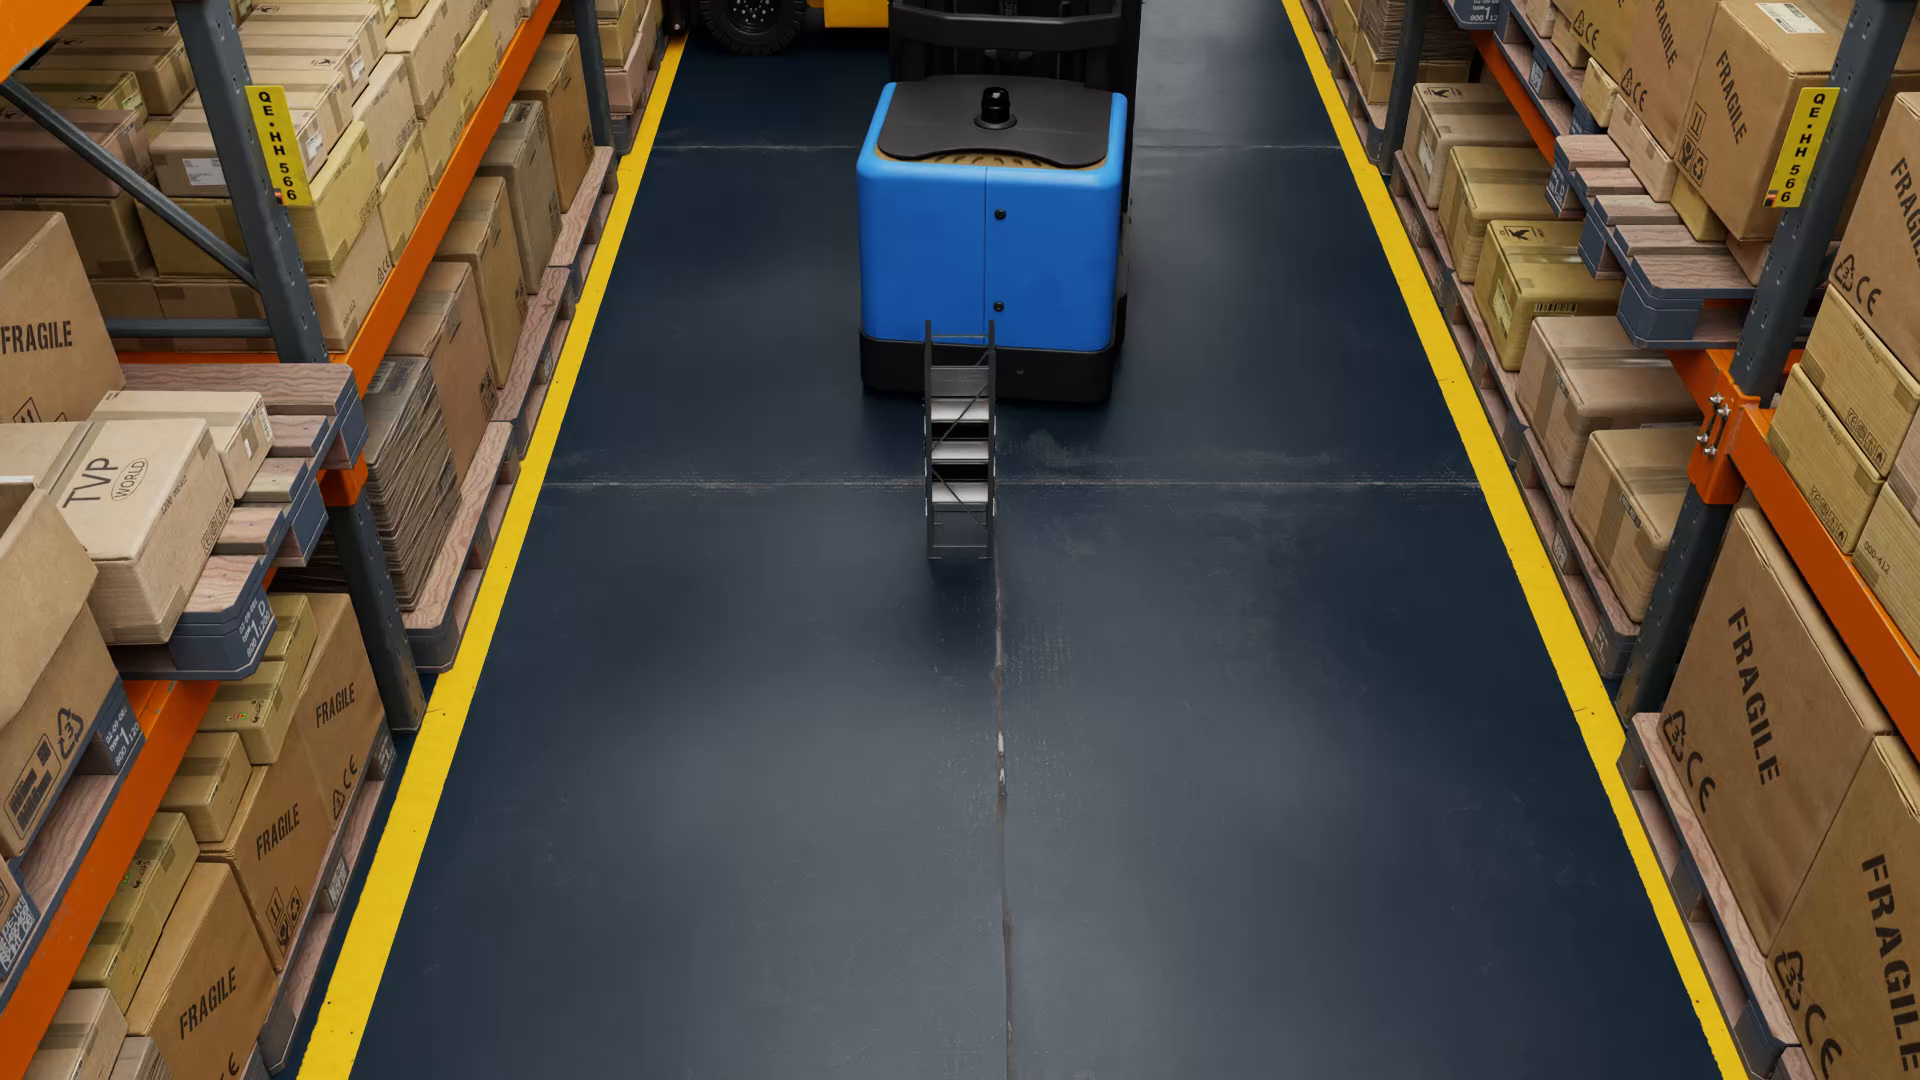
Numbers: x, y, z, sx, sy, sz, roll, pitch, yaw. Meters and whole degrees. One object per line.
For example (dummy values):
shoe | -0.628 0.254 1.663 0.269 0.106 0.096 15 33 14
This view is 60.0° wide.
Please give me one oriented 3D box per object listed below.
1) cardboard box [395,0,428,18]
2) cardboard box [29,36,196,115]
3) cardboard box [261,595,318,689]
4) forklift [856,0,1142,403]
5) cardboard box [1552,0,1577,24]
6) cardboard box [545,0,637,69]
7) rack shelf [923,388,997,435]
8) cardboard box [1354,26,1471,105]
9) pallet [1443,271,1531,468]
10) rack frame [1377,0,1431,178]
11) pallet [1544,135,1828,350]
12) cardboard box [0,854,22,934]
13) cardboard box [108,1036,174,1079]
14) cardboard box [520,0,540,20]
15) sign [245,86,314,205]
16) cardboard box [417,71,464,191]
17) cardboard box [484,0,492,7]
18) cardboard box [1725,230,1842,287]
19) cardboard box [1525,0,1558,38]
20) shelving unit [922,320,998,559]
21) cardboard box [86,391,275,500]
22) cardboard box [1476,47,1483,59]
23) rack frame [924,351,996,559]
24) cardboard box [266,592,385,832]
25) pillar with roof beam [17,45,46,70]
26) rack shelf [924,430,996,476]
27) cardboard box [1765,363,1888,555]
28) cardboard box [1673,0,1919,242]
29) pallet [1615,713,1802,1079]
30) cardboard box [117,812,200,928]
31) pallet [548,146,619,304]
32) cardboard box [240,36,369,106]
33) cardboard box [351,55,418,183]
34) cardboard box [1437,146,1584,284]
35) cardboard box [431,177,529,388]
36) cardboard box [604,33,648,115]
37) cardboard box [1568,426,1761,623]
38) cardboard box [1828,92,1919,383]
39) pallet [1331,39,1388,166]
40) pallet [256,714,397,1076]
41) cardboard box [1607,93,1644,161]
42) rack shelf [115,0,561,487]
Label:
cardboard box | -1.997 -1.873 5.590 0.380 0.149 0.250 1 39 1
cardboard box | -2.533 -1.396 4.994 0.380 0.149 0.250 0 39 0
cardboard box | -2.025 0.292 4.631 0.380 0.149 0.250 -2 39 -2
forklift | 0.262 -2.622 7.178 1.130 2.935 3.031 4 39 5
cardboard box | 2.393 -2.164 5.898 0.500 0.500 0.500 -2 39 -2
cardboard box | -1.975 -2.665 8.640 0.500 0.250 0.500 0 39 0
rack shelf | 0.000 -0.461 5.871 0.258 0.077 0.200 0 39 0
cardboard box | 2.411 -2.542 8.887 0.500 0.250 0.500 2 39 2
pallet | 2.687 -0.742 7.007 1.003 0.211 1.213 0 39 0
rack frame | 2.680 -3.082 7.697 1.000 3.000 0.127 0 39 0
pallet | 2.577 -0.951 5.192 1.213 0.211 1.003 0 39 0
cardboard box | -2.053 0.607 2.679 0.700 0.500 0.500 0 39 0
cardboard box | -2.051 1.466 3.685 0.500 0.500 0.500 -1 39 -2
cardboard box | -2.015 -2.388 6.951 0.500 0.250 0.500 0 39 0
sign | -1.736 -1.002 4.239 0.100 0.325 0.005 0 39 0
cardboard box | -2.038 -1.430 5.756 0.500 0.250 0.500 -1 39 -2
cardboard box | -2.025 -2.264 6.397 0.500 0.250 0.500 1 39 1
cardboard box | 2.449 -0.851 4.779 0.380 0.149 0.250 1 39 2
cardboard box | 2.339 -1.987 6.196 0.380 0.149 0.250 1 39 2
shelving unit | 0.000 -0.346 5.962 0.258 0.900 0.210 0 39 0
cardboard box | -1.894 -0.230 4.003 0.380 0.149 0.250 1 39 1
cardboard box | 2.949 -2.835 8.652 0.500 0.500 0.500 2 39 2
rack frame | 0.000 -0.282 5.883 0.240 0.900 0.006 0 39 0
cardboard box | -2.063 0.501 4.889 0.500 0.500 0.500 1 39 1
pillar with roof beam | 1.123 -3.733 3.713 9.100 9.000 0.400 0 39 0
rack shelf | 0.000 -0.320 5.983 0.258 0.077 0.200 0 39 0
cardboard box | 2.434 -0.216 4.241 0.500 0.250 0.500 -1 39 -1
cardboard box | 2.406 -1.184 4.675 0.500 0.500 0.500 -1 39 -1
pallet | 2.610 1.001 4.833 1.003 0.211 1.213 0 39 0
cardboard box | -2.083 0.793 4.006 0.380 0.149 0.250 1 39 1
pallet | -2.244 -1.527 7.987 1.003 0.211 1.213 0 39 0
cardboard box | -2.012 -1.394 4.992 0.380 0.149 0.250 1 39 1
cardboard box | -2.035 -1.302 5.196 0.500 0.250 0.500 1 39 1
cardboard box | 2.687 -1.443 7.417 0.950 0.372 0.625 2 39 3
cardboard box | -2.276 -1.032 6.702 0.875 0.625 0.625 -2 39 -2
cardboard box | -1.953 -2.470 8.796 0.500 0.250 0.500 0 39 0
cardboard box | 2.694 -0.072 5.707 0.950 0.372 0.625 -2 39 -3
cardboard box | 2.441 -0.701 3.847 0.500 0.500 0.500 -1 39 -2
pallet | 2.644 -2.414 9.093 1.003 0.211 1.213 0 39 0
pallet | -2.316 0.980 4.858 1.003 0.211 1.213 0 39 0
cardboard box | 2.339 -1.334 5.381 0.380 0.149 0.250 -2 39 -2
rack shelf | -2.281 -1.545 6.354 1.077 0.370 4.000 0 39 0
